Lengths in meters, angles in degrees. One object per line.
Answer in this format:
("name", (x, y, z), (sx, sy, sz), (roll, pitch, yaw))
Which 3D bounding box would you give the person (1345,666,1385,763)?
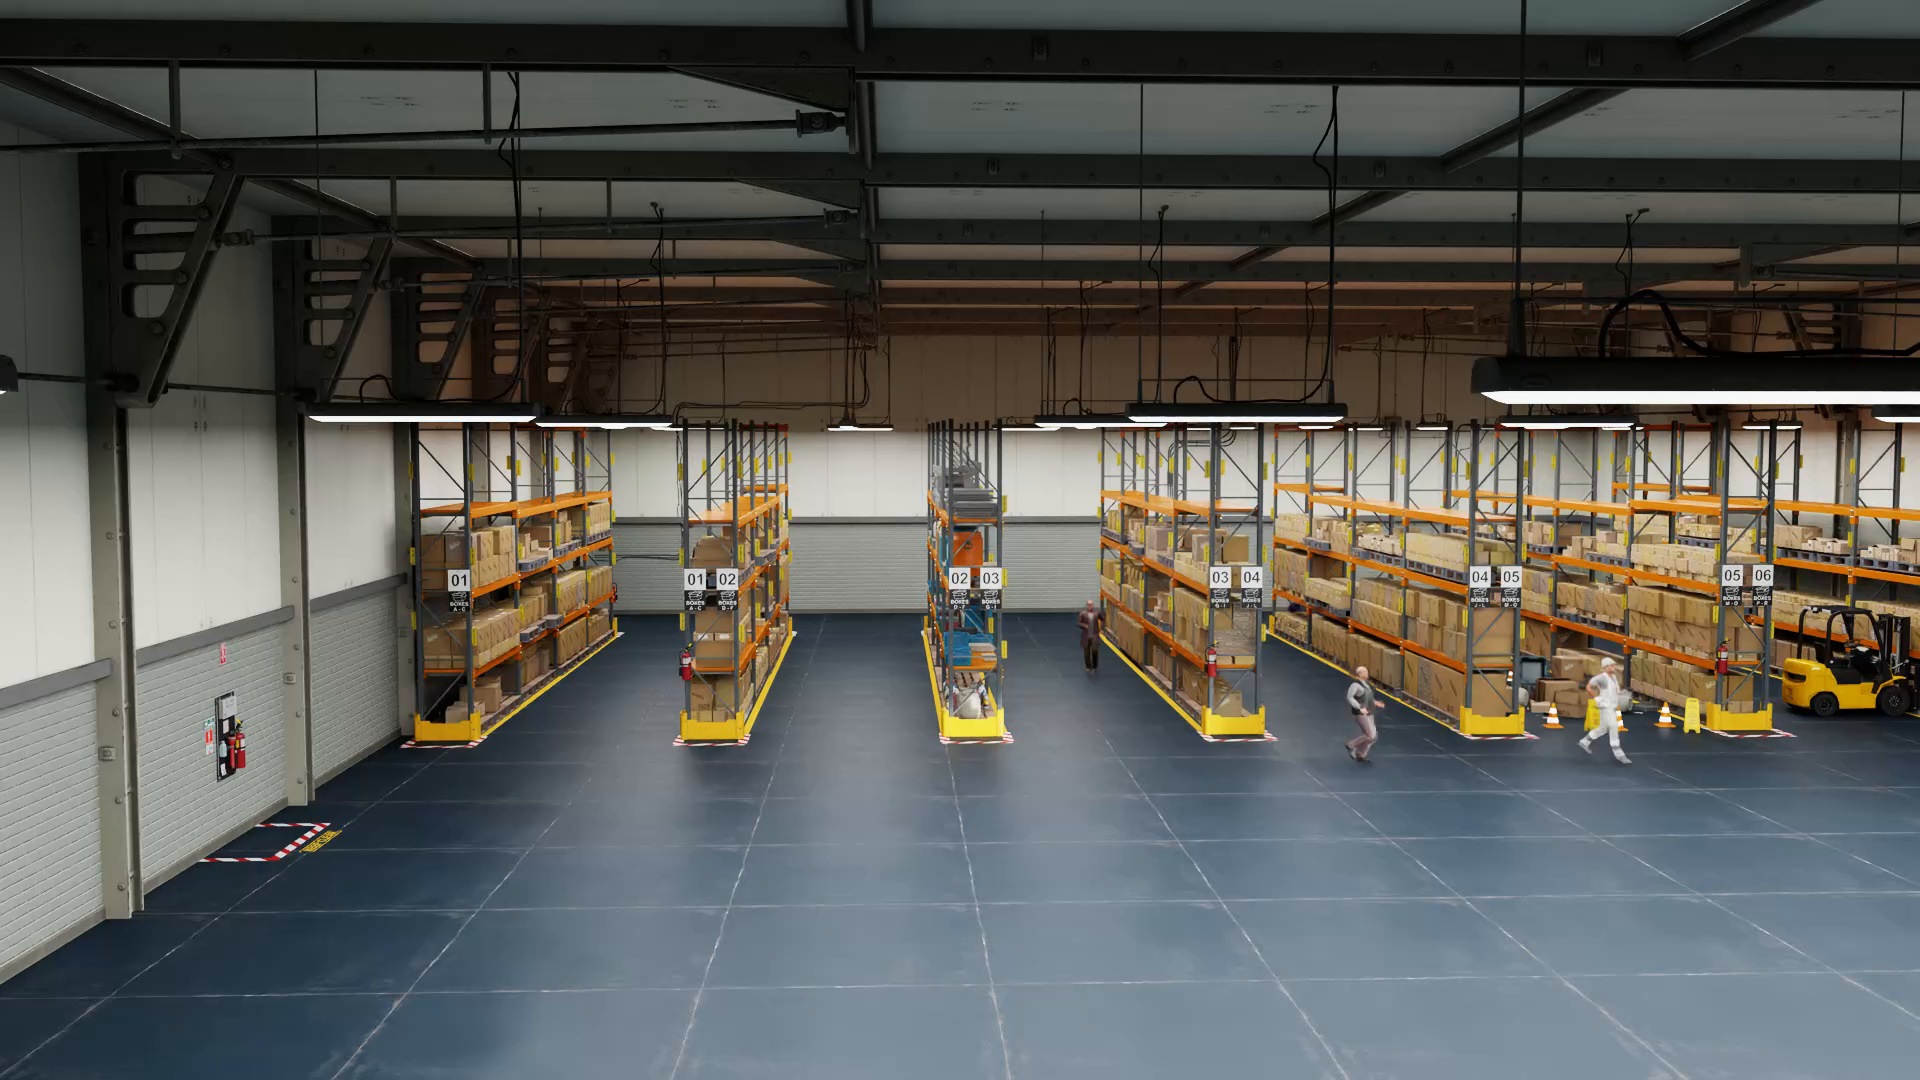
("person", (7.029, 3.034, 28.863), (0.598, 1.672, 0.655), (3, 4, 35))

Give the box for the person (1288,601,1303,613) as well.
("person", (9.926, 1.762, 48.987), (0.735, 1.699, 0.588), (0, 4, -3))

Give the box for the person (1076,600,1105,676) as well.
("person", (3.094, 2.323, 39.342), (0.674, 1.807, 0.781), (0, 4, 5))

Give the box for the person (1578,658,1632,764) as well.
("person", (11.300, 2.951, 29.023), (0.945, 1.807, 0.651), (3, 5, 41))
